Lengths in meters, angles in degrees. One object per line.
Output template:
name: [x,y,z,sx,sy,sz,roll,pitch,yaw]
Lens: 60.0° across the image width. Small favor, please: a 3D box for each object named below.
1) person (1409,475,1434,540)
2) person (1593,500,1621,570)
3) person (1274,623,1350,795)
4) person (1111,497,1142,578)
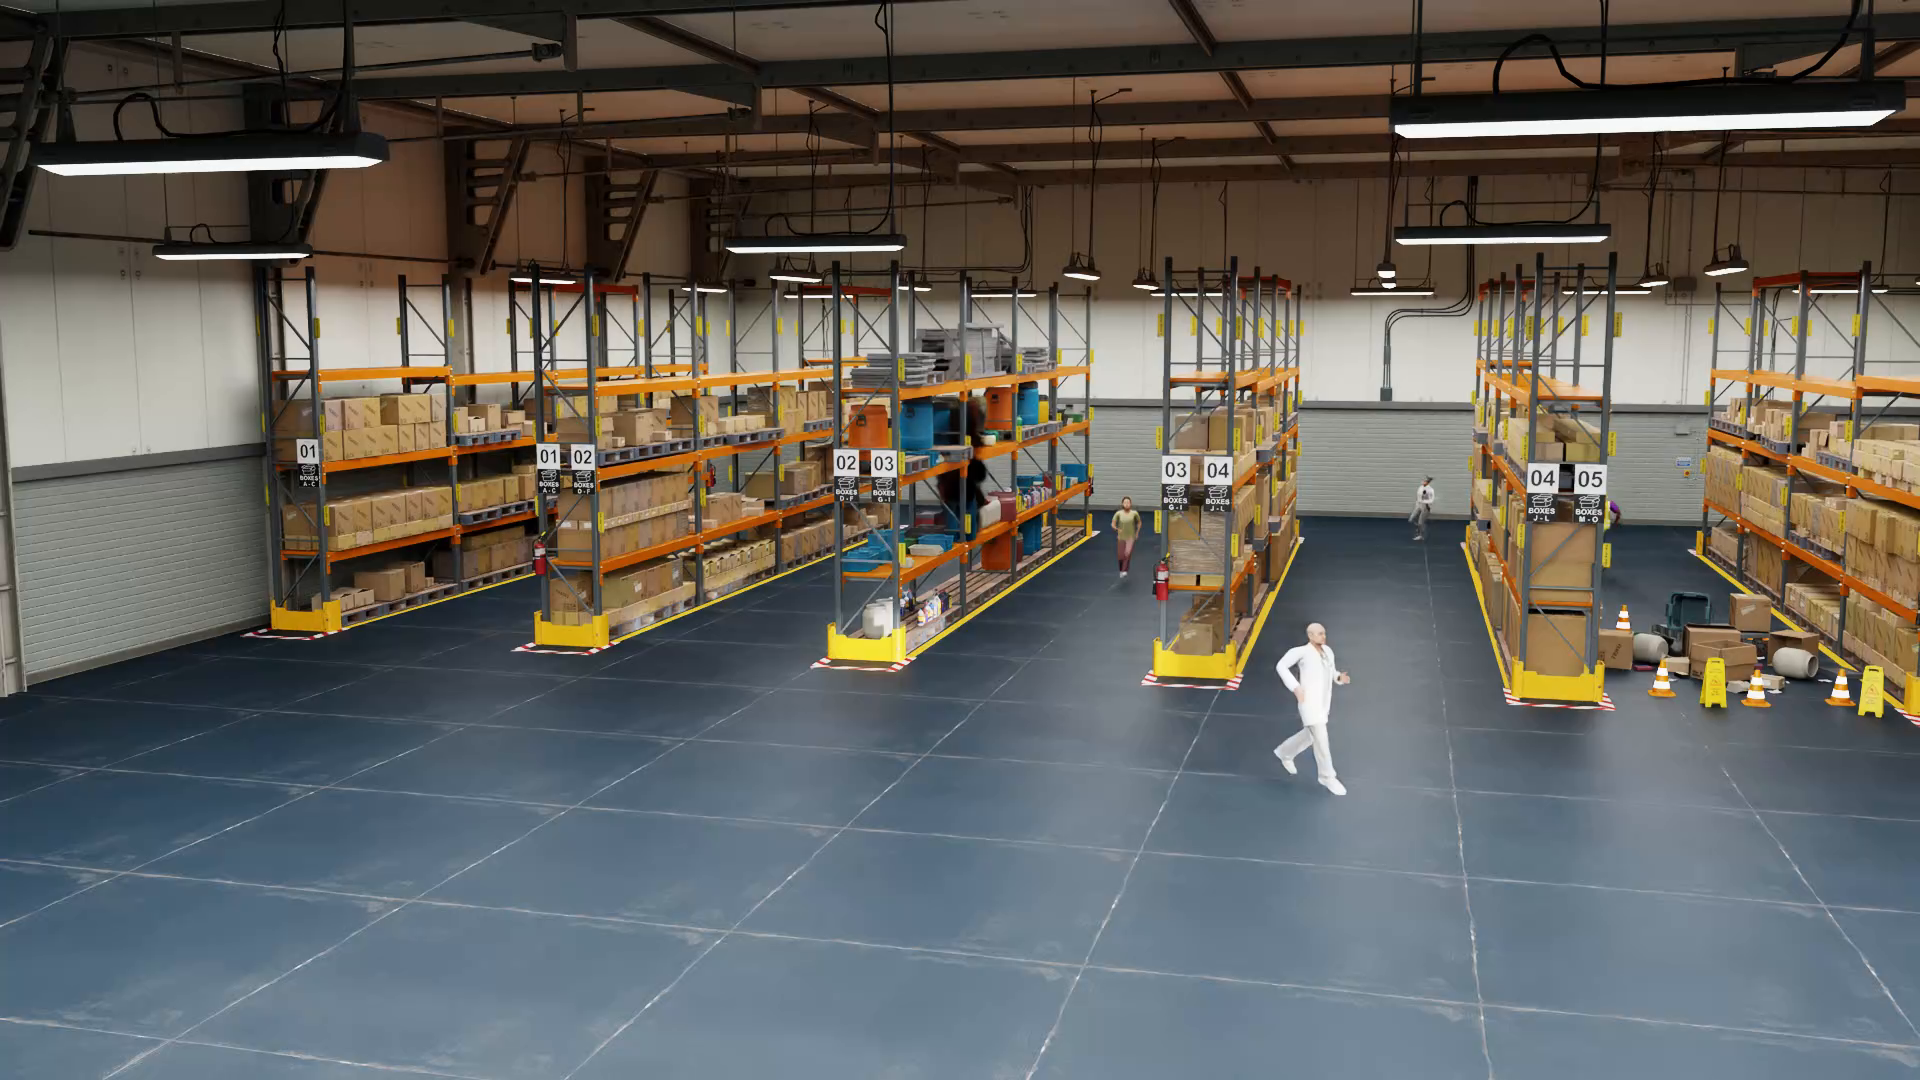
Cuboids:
person: [10.896,-0.751,39.131,0.536,1.597,0.719,-3,8,-24]
person: [13.221,-0.230,34.414,0.677,1.786,0.720,0,7,2]
person: [3.866,1.803,18.242,0.703,1.804,1.040,-7,10,-42]
person: [3.199,-0.028,31.967,0.583,1.612,0.733,1,7,5]
